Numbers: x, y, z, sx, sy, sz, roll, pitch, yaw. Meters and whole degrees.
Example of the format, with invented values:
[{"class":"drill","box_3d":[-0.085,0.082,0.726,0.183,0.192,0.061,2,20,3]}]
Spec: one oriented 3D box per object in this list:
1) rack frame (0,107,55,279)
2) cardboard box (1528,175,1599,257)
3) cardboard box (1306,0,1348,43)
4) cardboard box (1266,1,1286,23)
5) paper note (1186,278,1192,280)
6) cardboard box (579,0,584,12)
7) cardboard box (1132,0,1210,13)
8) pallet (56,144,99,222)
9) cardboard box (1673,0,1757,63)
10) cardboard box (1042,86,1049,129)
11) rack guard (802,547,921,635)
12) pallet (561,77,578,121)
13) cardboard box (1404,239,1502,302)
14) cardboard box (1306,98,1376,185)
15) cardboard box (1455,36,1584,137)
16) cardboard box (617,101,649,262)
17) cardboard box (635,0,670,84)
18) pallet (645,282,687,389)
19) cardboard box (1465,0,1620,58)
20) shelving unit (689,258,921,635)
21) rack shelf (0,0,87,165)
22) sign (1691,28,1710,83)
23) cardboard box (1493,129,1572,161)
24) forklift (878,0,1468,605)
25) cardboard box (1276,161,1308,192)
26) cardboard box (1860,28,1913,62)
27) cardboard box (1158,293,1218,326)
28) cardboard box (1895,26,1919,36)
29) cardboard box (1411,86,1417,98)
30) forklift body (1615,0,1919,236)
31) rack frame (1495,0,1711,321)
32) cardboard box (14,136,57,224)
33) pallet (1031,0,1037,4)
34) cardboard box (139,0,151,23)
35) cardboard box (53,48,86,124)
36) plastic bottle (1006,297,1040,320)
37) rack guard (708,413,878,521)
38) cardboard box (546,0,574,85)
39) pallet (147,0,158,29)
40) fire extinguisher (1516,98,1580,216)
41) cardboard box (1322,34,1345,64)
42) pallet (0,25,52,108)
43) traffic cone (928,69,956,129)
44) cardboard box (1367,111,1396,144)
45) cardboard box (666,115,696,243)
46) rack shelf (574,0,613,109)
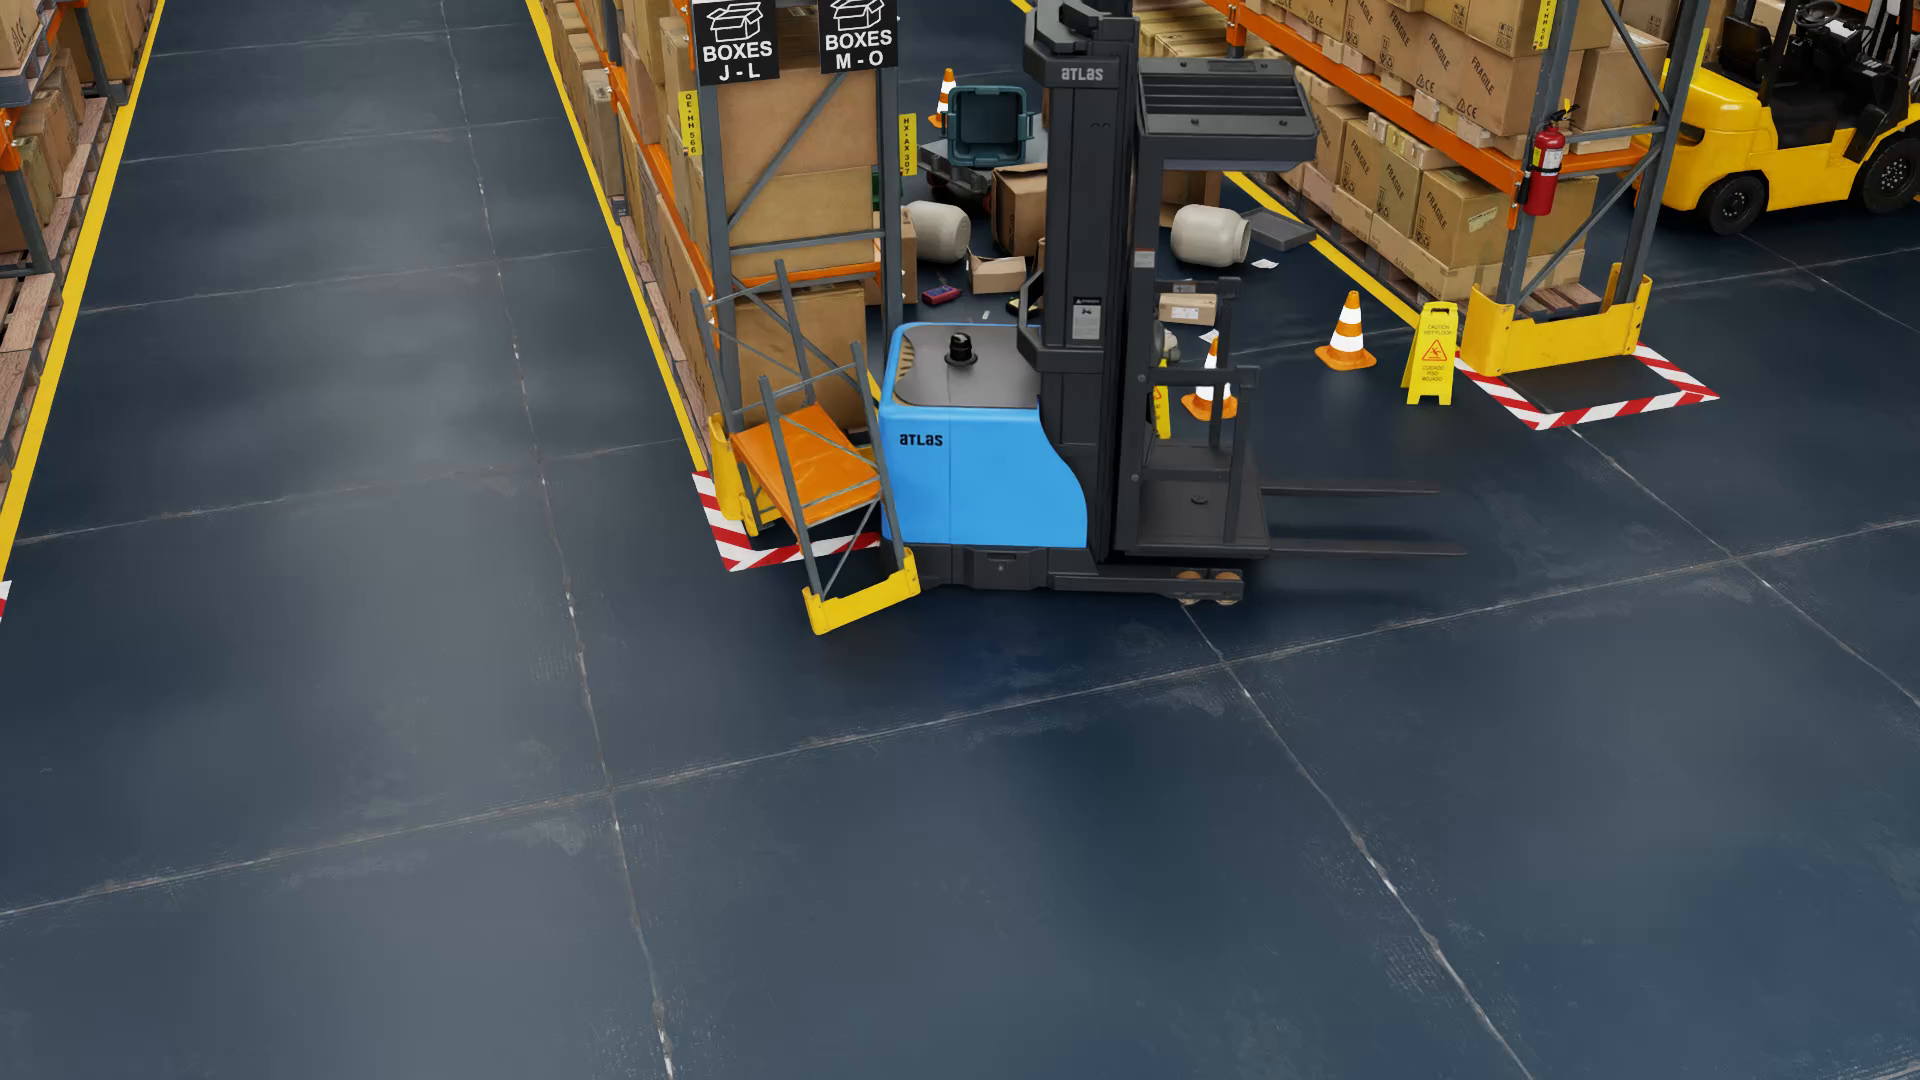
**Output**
[{"class":"rack frame","box_3d":[-6.777,-2.870,10.692,1.000,3.000,0.127,-10,35,-15]},{"class":"cardboard box","box_3d":[3.890,-2.260,11.201,0.500,0.500,0.500,-11,35,-16]},{"class":"cardboard box","box_3d":[2.845,-3.899,11.889,0.500,0.500,0.500,-10,35,-15]},{"class":"cardboard box","box_3d":[2.577,-4.088,12.764,0.380,0.149,0.250,-9,35,-13]},{"class":"paper note","box_3d":[1.580,-1.826,11.815,0.148,0.019,0.142,1,33,2]},{"class":"cardboard box","box_3d":[-2.745,-4.452,12.996,0.500,0.500,0.500,-10,35,-14]},{"class":"cardboard box","box_3d":[1.836,-5.031,15.965,0.950,0.372,0.625,-11,35,-16]},{"class":"pallet","box_3d":[-7.392,-2.757,13.050,1.003,0.211,1.213,-10,35,-15]},{"class":"cardboard box","box_3d":[7.217,-4.830,15.431,0.875,0.625,0.625,-8,34,-13]},{"class":"cardboard box","box_3d":[0.974,-3.494,13.217,0.500,0.500,0.500,-10,35,-15]},{"class":"rack guard","box_3d":[-0.491,0.256,8.370,0.587,0.250,0.087,-22,38,-15]},{"class":"pallet","box_3d":[-3.074,-4.161,15.175,1.003,0.211,1.213,-10,35,-15]},{"class":"cardboard box","box_3d":[3.370,-1.856,11.271,0.500,0.250,0.500,-10,35,-15]},{"class":"cardboard box","box_3d":[2.914,-2.971,12.277,0.500,0.500,0.500,-8,34,-12]},{"class":"cardboard box","box_3d":[3.453,-2.841,10.287,0.500,0.500,0.500,-11,35,-16]},{"class":"cardboard box","box_3d":[-1.898,-2.598,11.826,0.875,0.875,0.875,-9,35,-14]},{"class":"cardboard box","box_3d":[-1.462,-3.112,9.942,0.875,0.550,0.500,-10,35,-15]},{"class":"pallet","box_3d":[-1.490,-1.433,11.047,1.003,0.211,1.213,-10,35,-15]},{"class":"cardboard box","box_3d":[3.517,-3.251,10.001,0.700,0.500,0.500,-11,35,-16]},{"class":"shelving unit","box_3d":[-0.794,-0.483,8.371,0.587,1.500,1.083,-22,38,-15]},{"class":"rack shelf","box_3d":[-7.387,-3.620,12.479,1.077,0.370,4.000,-10,35,-15]},{"class":"sign","box_3d":[4.397,-2.889,9.935,0.100,0.325,0.005,-10,35,-15]},{"class":"cardboard box","box_3d":[3.563,-2.492,10.348,0.380,0.149,0.250,-9,34,-13]},{"class":"forklift","box_3d":[1.118,-1.192,8.215,3.031,2.935,1.130,2,33,2]},{"class":"cardboard box","box_3d":[2.757,-2.931,12.897,0.500,0.250,0.500,-8,34,-12]},{"class":"cardboard box","box_3d":[7.544,-3.982,13.581,0.500,0.250,0.500,-9,34,-13]},{"class":"cardboard box","box_3d":[1.557,-1.595,11.348,0.380,0.149,0.250,7,34,10]},{"class":"cardboard box","box_3d":[8.031,-4.061,13.701,0.500,0.250,0.500,-10,35,-14]},{"class":"cardboard box","box_3d":[3.270,-3.033,11.166,0.380,0.149,0.250,-10,35,-14]},{"class":"forklift body","box_3d":[6.291,-3.608,12.578,2.313,2.155,1.214,-10,35,-15]},{"class":"rack frame","box_3d":[3.881,-2.436,10.036,1.000,3.000,0.127,-10,35,-15]},{"class":"cardboard box","box_3d":[-7.072,-2.590,12.137,0.700,0.500,0.500,-10,35,-15]},{"class":"pallet","box_3d":[1.272,-5.900,17.806,1.003,0.211,1.213,-10,35,-15]},{"class":"cardboard box","box_3d":[-8.730,-5.557,16.305,1.225,0.875,0.875,-11,35,-16]},{"class":"cardboard box","box_3d":[-7.774,-3.762,13.911,0.700,0.500,0.500,-12,35,-17]},{"class":"plastic bottle","box_3d":[0.411,-1.601,11.437,0.133,0.061,0.283,-23,40,-31]},{"class":"rack guard","box_3d":[-0.795,-0.495,9.366,1.175,0.500,0.348,-10,35,-15]},{"class":"cardboard box","box_3d":[-3.143,-4.653,15.050,1.050,0.750,0.750,-10,35,-15]},{"class":"pallet","box_3d":[-8.910,-5.514,17.223,1.003,0.211,1.213,-10,35,-15]},{"class":"fire extinguisher","box_3d":[3.477,-2.266,9.849,0.296,0.674,0.183,-10,35,-15]},{"class":"cardboard box","box_3d":[2.832,-3.539,11.932,0.380,0.149,0.250,-10,35,-15]},{"class":"pallet","box_3d":[-6.872,-3.216,11.389,1.003,0.211,1.213,-10,35,-15]},{"class":"traffic cone","box_3d":[-0.092,-3.878,14.518,0.336,0.463,0.334,-10,35,-15]},{"class":"cardboard box","box_3d":[3.059,-2.877,11.547,0.380,0.149,0.250,-9,34,-13]},{"class":"cardboard box","box_3d":[-1.148,-2.086,9.369,0.875,0.550,0.550,-10,35,-15]},{"class":"rack shelf","box_3d":[-2.633,-4.401,13.661,1.077,0.370,4.000,-10,35,-15]}]
